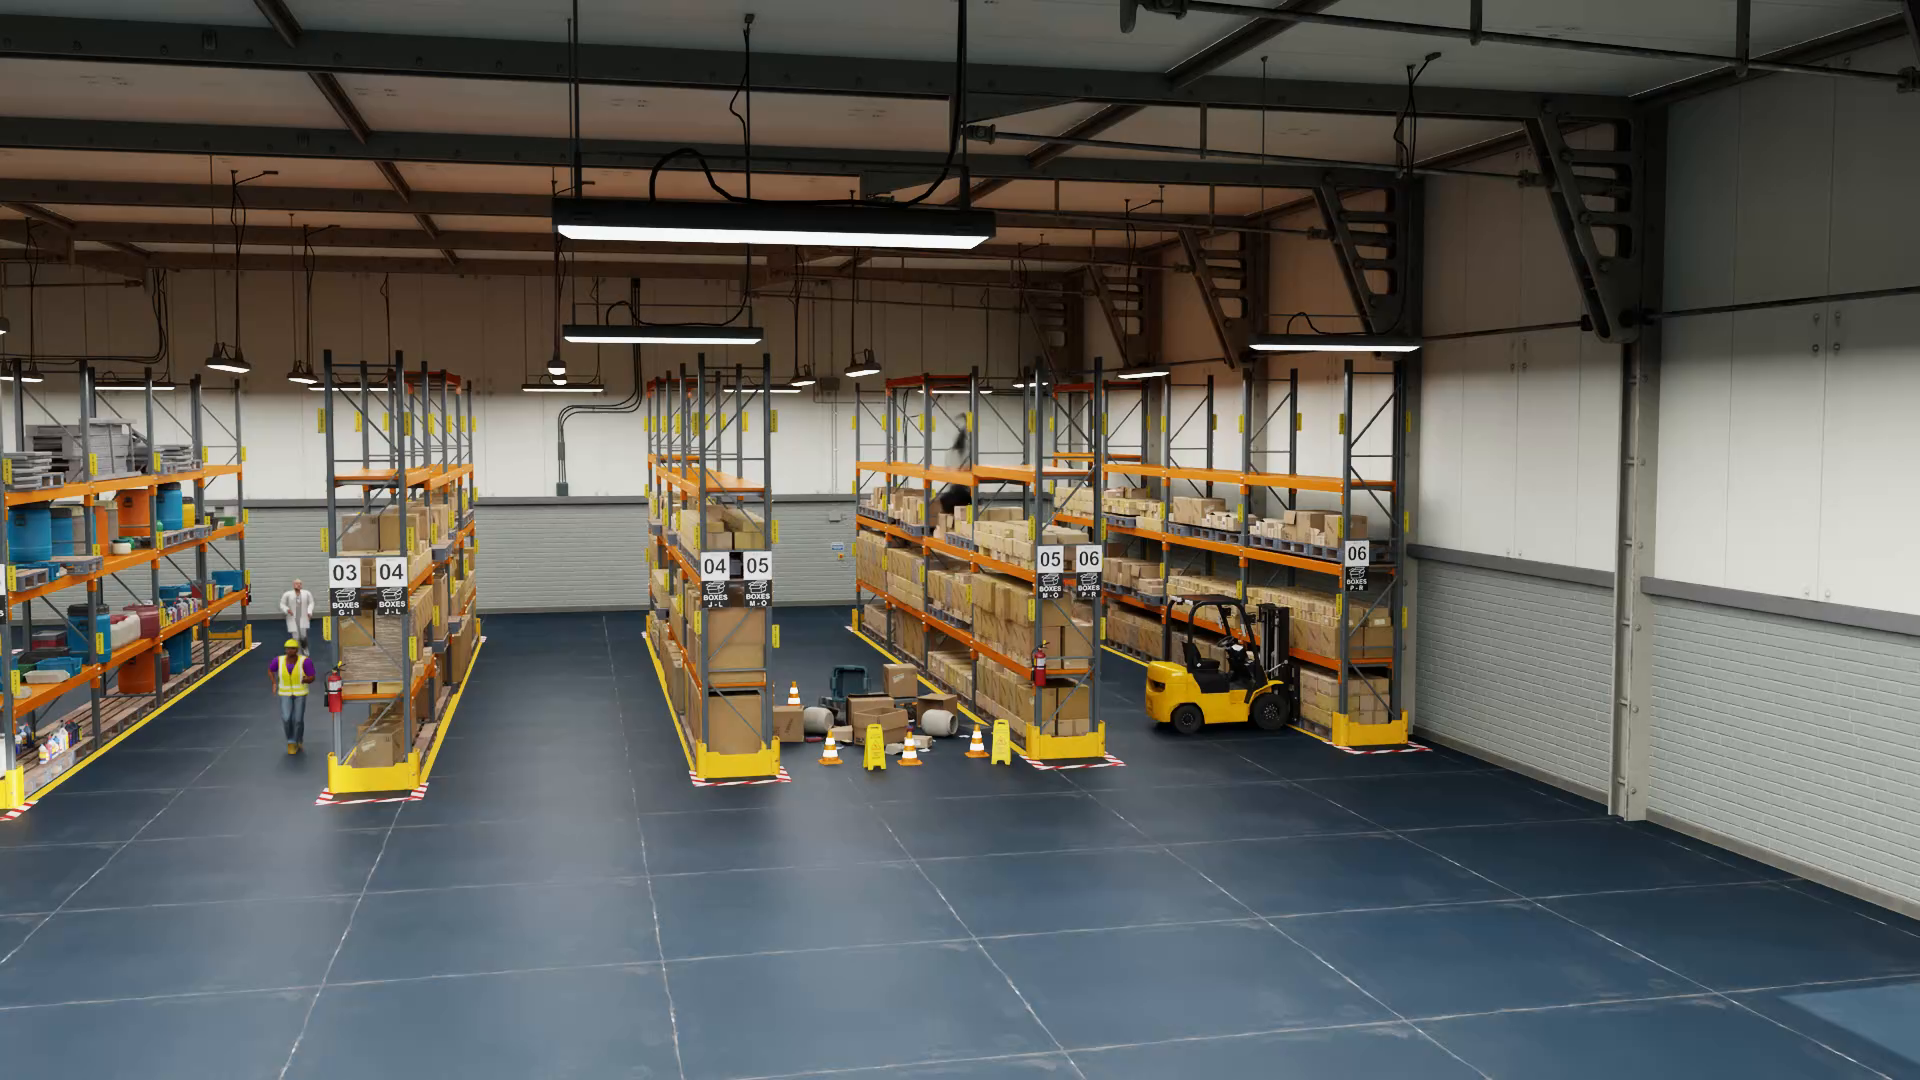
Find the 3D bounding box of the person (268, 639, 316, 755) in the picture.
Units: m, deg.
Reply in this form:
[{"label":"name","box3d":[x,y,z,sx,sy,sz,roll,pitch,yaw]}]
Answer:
[{"label":"person","box3d":[-10.148,2.385,25.244,0.697,1.786,0.766,-1,4,-16]}]

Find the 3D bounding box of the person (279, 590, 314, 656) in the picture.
[{"label":"person","box3d":[-13.970,1.782,35.072,0.691,1.435,0.499,-2,4,-26]}]
